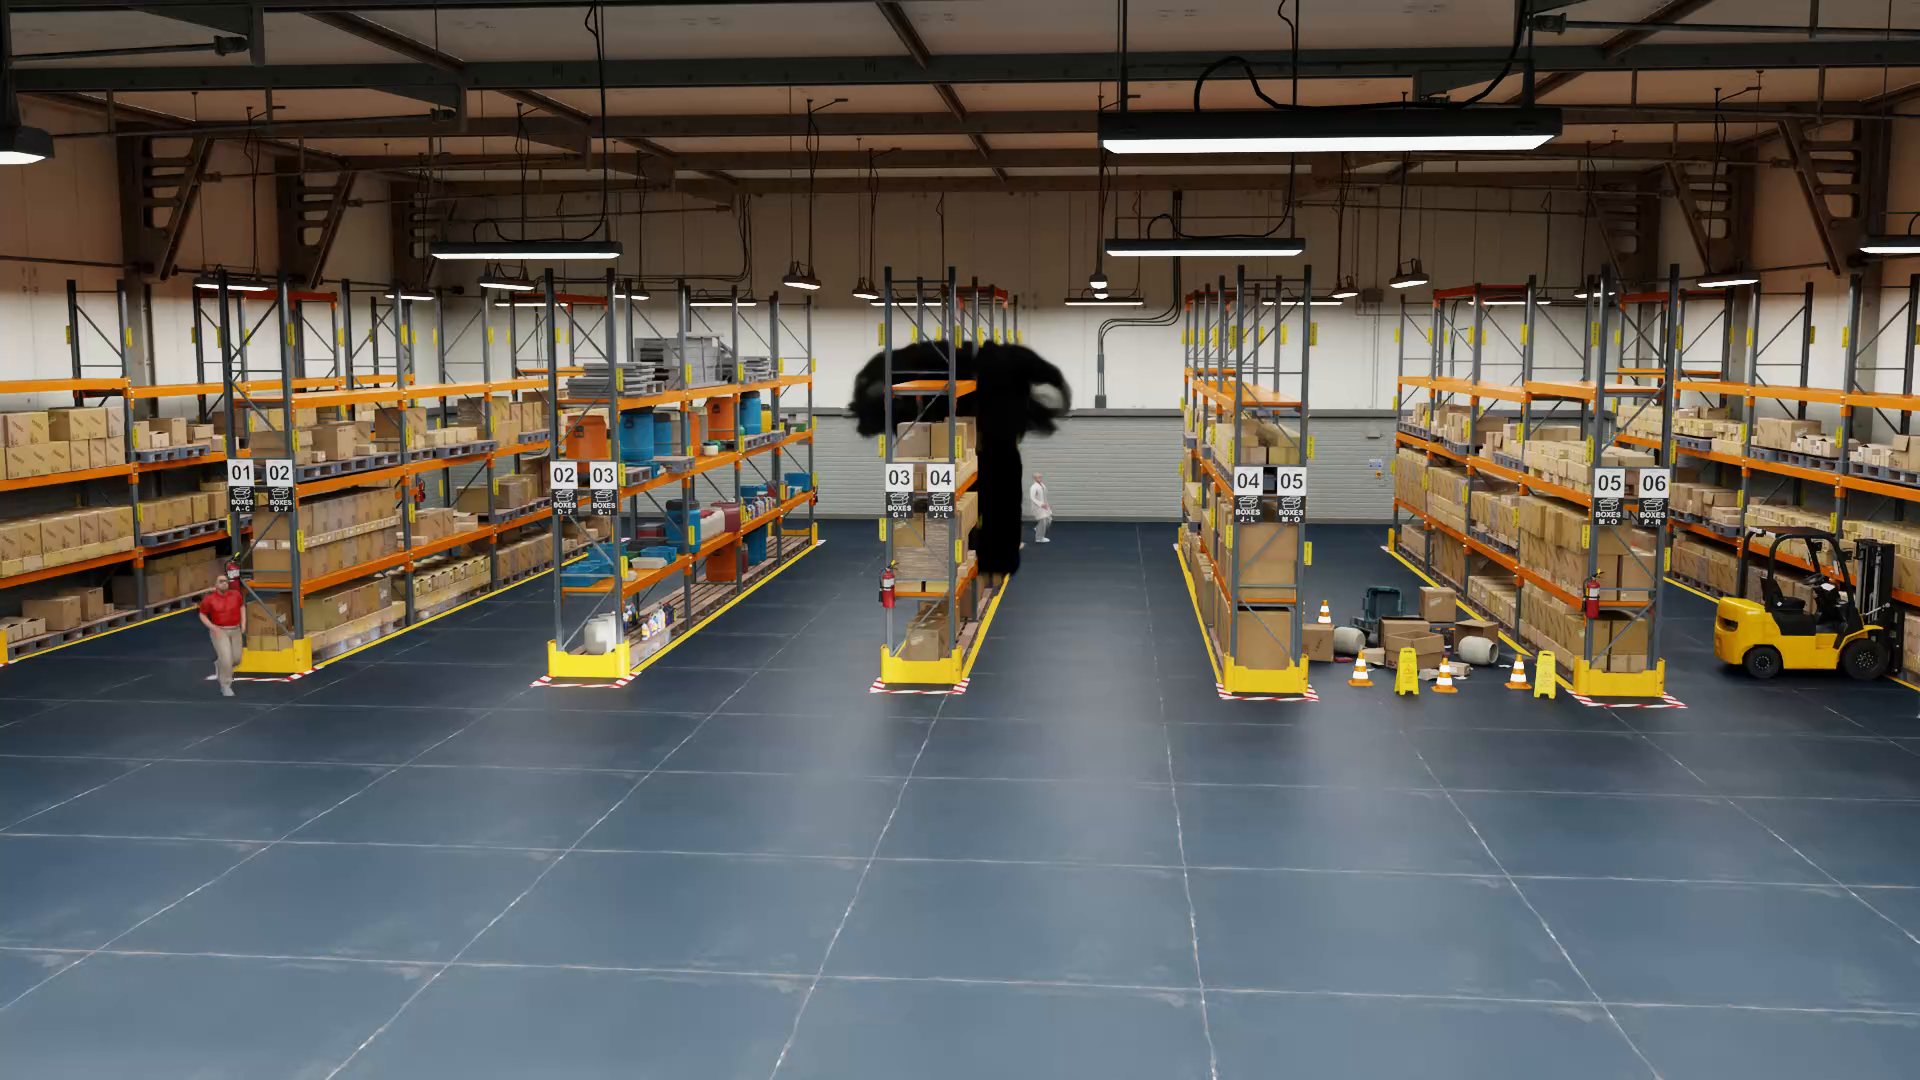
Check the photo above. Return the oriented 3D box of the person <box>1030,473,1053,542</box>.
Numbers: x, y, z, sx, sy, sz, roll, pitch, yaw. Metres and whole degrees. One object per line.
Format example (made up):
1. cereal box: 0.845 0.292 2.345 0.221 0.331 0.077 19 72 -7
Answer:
1. person: 1.946 -0.787 40.638 0.596 1.715 0.743 5 9 36

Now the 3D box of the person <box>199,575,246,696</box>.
1. person: -10.417 1.327 23.514 0.653 1.719 0.660 6 9 42
